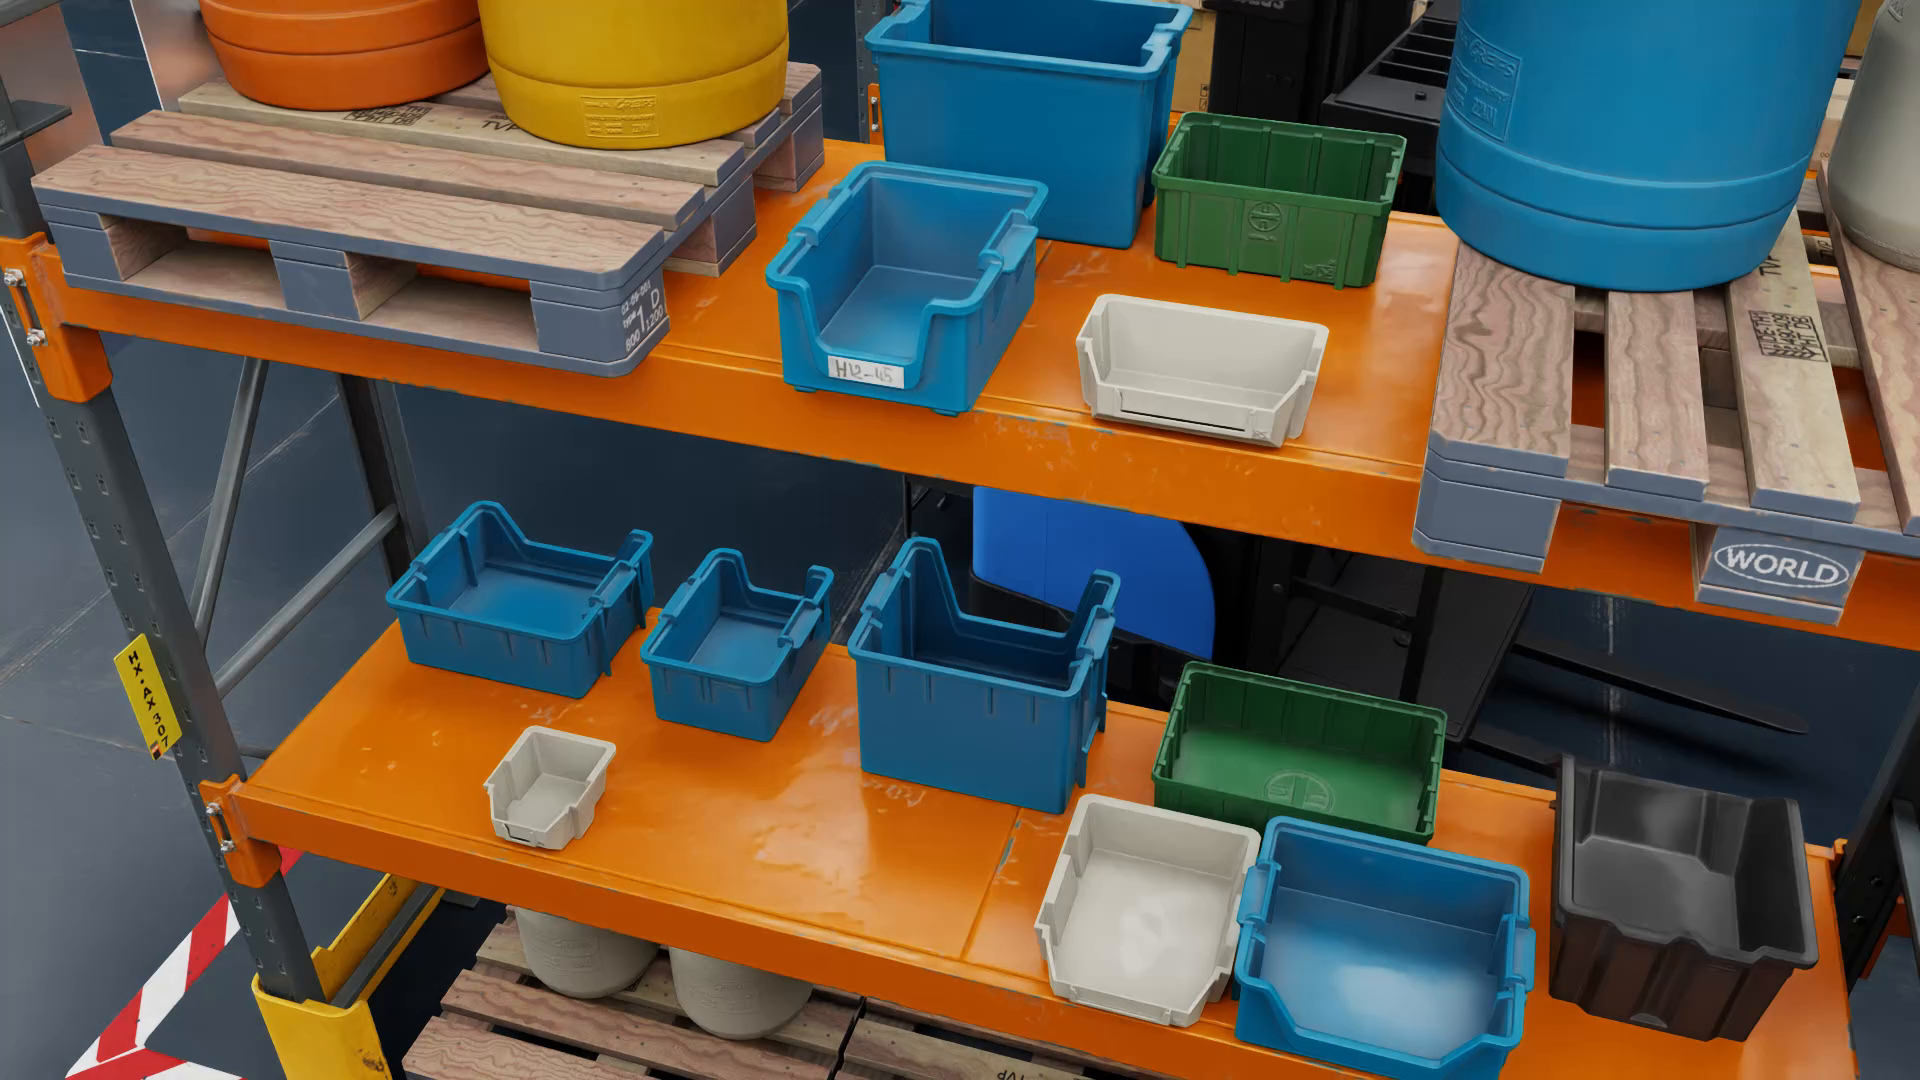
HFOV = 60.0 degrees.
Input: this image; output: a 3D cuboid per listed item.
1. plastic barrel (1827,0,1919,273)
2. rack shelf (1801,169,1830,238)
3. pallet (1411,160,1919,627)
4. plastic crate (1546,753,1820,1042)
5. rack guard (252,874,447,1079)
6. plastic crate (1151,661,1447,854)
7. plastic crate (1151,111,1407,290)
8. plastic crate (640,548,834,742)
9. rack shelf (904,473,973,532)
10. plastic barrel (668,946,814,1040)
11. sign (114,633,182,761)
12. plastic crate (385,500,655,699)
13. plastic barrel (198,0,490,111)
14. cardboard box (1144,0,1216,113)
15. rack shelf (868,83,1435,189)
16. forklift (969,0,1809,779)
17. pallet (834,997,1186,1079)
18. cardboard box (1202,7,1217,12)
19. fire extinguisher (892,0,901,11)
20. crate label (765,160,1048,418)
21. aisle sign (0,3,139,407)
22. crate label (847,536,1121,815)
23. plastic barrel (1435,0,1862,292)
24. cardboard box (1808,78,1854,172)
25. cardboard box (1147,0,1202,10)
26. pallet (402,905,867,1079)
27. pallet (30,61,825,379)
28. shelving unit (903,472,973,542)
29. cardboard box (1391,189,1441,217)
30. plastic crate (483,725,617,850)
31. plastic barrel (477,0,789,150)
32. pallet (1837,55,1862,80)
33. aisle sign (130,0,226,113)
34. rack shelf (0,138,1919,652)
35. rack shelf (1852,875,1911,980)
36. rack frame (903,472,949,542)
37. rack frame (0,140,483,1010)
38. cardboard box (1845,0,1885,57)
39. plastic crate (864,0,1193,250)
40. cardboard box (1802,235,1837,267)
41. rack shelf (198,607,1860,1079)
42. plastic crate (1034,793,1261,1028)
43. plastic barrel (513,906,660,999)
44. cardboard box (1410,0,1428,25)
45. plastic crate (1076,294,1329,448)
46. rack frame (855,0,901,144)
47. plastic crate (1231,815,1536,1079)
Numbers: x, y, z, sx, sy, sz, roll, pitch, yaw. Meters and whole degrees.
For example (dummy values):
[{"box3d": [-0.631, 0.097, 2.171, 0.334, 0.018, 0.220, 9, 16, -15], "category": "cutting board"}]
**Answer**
[{"box3d": [1.696, -0.724, 2.724, 0.421, 0.512, 0.421, 0, 36, 0], "category": "plastic barrel"}, {"box3d": [5.438, -1.273, 7.056, 4.000, 0.370, 1.077, 10, 38, 14], "category": "rack shelf"}, {"box3d": [1.331, -0.319, 2.781, 1.003, 0.211, 1.213, 10, 38, 14], "category": "pallet"}, {"box3d": [1.587, 0.746, 3.758, 0.504, 0.338, 0.767, 10, 38, 14], "category": "plastic crate"}, {"box3d": [-1.683, 1.172, 5.236, 0.348, 0.500, 1.175, 10, 38, 14], "category": "rack guard"}, {"box3d": [0.837, 0.571, 4.122, 0.662, 0.188, 0.450, 10, 38, 14], "category": "plastic crate"}, {"box3d": [0.624, -0.670, 3.278, 0.450, 0.188, 0.336, 10, 38, 14], "category": "plastic crate"}, {"box3d": [-0.584, 0.276, 4.470, 0.408, 0.251, 0.499, 10, 38, 14], "category": "plastic crate"}, {"box3d": [0.072, -0.293, 7.081, 0.480, 0.518, 0.431, 16, 39, 21], "category": "rack shelf"}, {"box3d": [-0.640, 1.173, 4.870, 0.421, 0.512, 0.421, 0, 36, 0], "category": "plastic barrel"}, {"box3d": [-1.938, 0.378, 3.973, 0.005, 0.325, 0.100, 10, 38, 14], "category": "sign"}, {"box3d": [-1.202, 0.158, 4.631, 0.616, 0.251, 0.499, 10, 38, 14], "category": "plastic crate"}, {"box3d": [-1.268, -1.358, 3.317, 0.708, 0.830, 0.600, 10, 38, 14], "category": "plastic barrel"}, {"box3d": [1.128, -2.393, 7.886, 0.500, 0.500, 0.700, 11, 38, 14], "category": "cardboard box"}, {"box3d": [1.620, -1.980, 8.017, 4.000, 0.370, 1.077, 10, 38, 14], "category": "rack shelf"}, {"box3d": [1.572, -0.615, 5.613, 3.031, 2.935, 1.130, 19, 40, 24], "category": "forklift"}, {"box3d": [0.252, 1.652, 4.828, 1.213, 0.211, 1.003, 10, 38, 14], "category": "pallet"}, {"box3d": [1.251, -2.507, 7.494, 0.250, 0.149, 0.380, 10, 38, 13], "category": "cardboard box"}, {"box3d": [-0.263, -2.876, 8.692, 0.183, 0.674, 0.296, 10, 38, 14], "category": "fire extinguisher"}, {"box3d": [-0.081, -0.452, 2.928, 0.408, 0.251, 0.502, 10, 38, 14], "category": "crate label"}, {"box3d": [-1.925, -0.715, 3.498, 0.004, 0.787, 0.394, 10, 38, 14], "category": "aisle sign"}, {"box3d": [0.068, 0.337, 4.232, 0.616, 0.435, 0.502, 10, 38, 14], "category": "crate label"}, {"box3d": [1.131, -0.930, 2.675, 0.708, 0.901, 0.600, 10, 38, 14], "category": "plastic barrel"}, {"box3d": [4.012, -1.794, 7.283, 0.500, 0.250, 0.500, 13, 38, 17], "category": "cardboard box"}, {"box3d": [1.007, -2.552, 7.555, 0.250, 0.149, 0.380, 9, 37, 12], "category": "cardboard box"}, {"box3d": [-0.909, 1.435, 5.122, 1.213, 0.211, 1.003, 10, 38, 14], "category": "pallet"}, {"box3d": [-1.009, -0.752, 3.370, 1.213, 0.211, 1.003, 10, 38, 14], "category": "pallet"}, {"box3d": [0.072, -0.868, 6.658, 0.503, 2.100, 0.431, 16, 39, 21], "category": "shelving unit"}, {"box3d": [2.069, -1.420, 7.981, 0.500, 0.500, 0.500, 10, 38, 14], "category": "cardboard box"}, {"box3d": [-1.011, 0.625, 4.093, 0.250, 0.136, 0.298, 10, 38, 14], "category": "plastic crate"}, {"box3d": [-0.643, -1.145, 3.231, 0.600, 0.588, 0.600, 0, 36, 0], "category": "plastic barrel"}, {"box3d": [5.746, -3.460, 11.773, 1.213, 0.211, 1.003, 10, 38, 14], "category": "pallet"}, {"box3d": [-1.750, -1.049, 3.952, 0.004, 0.787, 0.394, 10, 38, 14], "category": "aisle sign"}, {"box3d": [0.140, -0.386, 3.321, 4.000, 0.370, 1.077, 10, 38, 14], "category": "rack shelf"}, {"box3d": [3.958, 1.529, 3.249, 4.000, 0.370, 1.077, 10, 38, 14], "category": "rack shelf"}, {"box3d": [-0.147, -0.932, 6.744, 0.015, 2.100, 0.400, 16, 39, 21], "category": "rack frame"}, {"box3d": [-1.769, 0.179, 4.477, 0.127, 3.000, 1.000, 10, 38, 14], "category": "rack frame"}, {"box3d": [6.218, -3.707, 11.493, 0.500, 0.500, 0.700, 10, 37, 13], "category": "cardboard box"}, {"box3d": [0.141, -0.856, 3.366, 0.575, 0.384, 0.392, 10, 38, 14], "category": "plastic crate"}, {"box3d": [4.001, -1.295, 7.971, 0.500, 0.311, 0.500, 10, 38, 14], "category": "cardboard box"}, {"box3d": [0.140, 0.822, 4.210, 4.000, 0.370, 1.077, 10, 38, 14], "category": "rack shelf"}, {"box3d": [0.423, 0.848, 3.790, 0.437, 0.136, 0.530, 10, 38, 14], "category": "plastic crate"}, {"box3d": [-1.118, 1.085, 4.990, 0.421, 0.512, 0.421, 0, 36, 0], "category": "plastic barrel"}, {"box3d": [1.994, -2.370, 7.308, 0.250, 0.149, 0.380, 12, 38, 15], "category": "cardboard box"}, {"box3d": [0.396, -0.271, 2.780, 0.396, 0.136, 0.243, 10, 38, 14], "category": "plastic crate"}, {"box3d": [-0.289, -2.623, 8.284, 0.127, 3.000, 1.000, 10, 38, 14], "category": "rack frame"}, {"box3d": [0.911, 0.904, 3.617, 0.616, 0.251, 0.499, 10, 38, 14], "category": "plastic crate"}]
